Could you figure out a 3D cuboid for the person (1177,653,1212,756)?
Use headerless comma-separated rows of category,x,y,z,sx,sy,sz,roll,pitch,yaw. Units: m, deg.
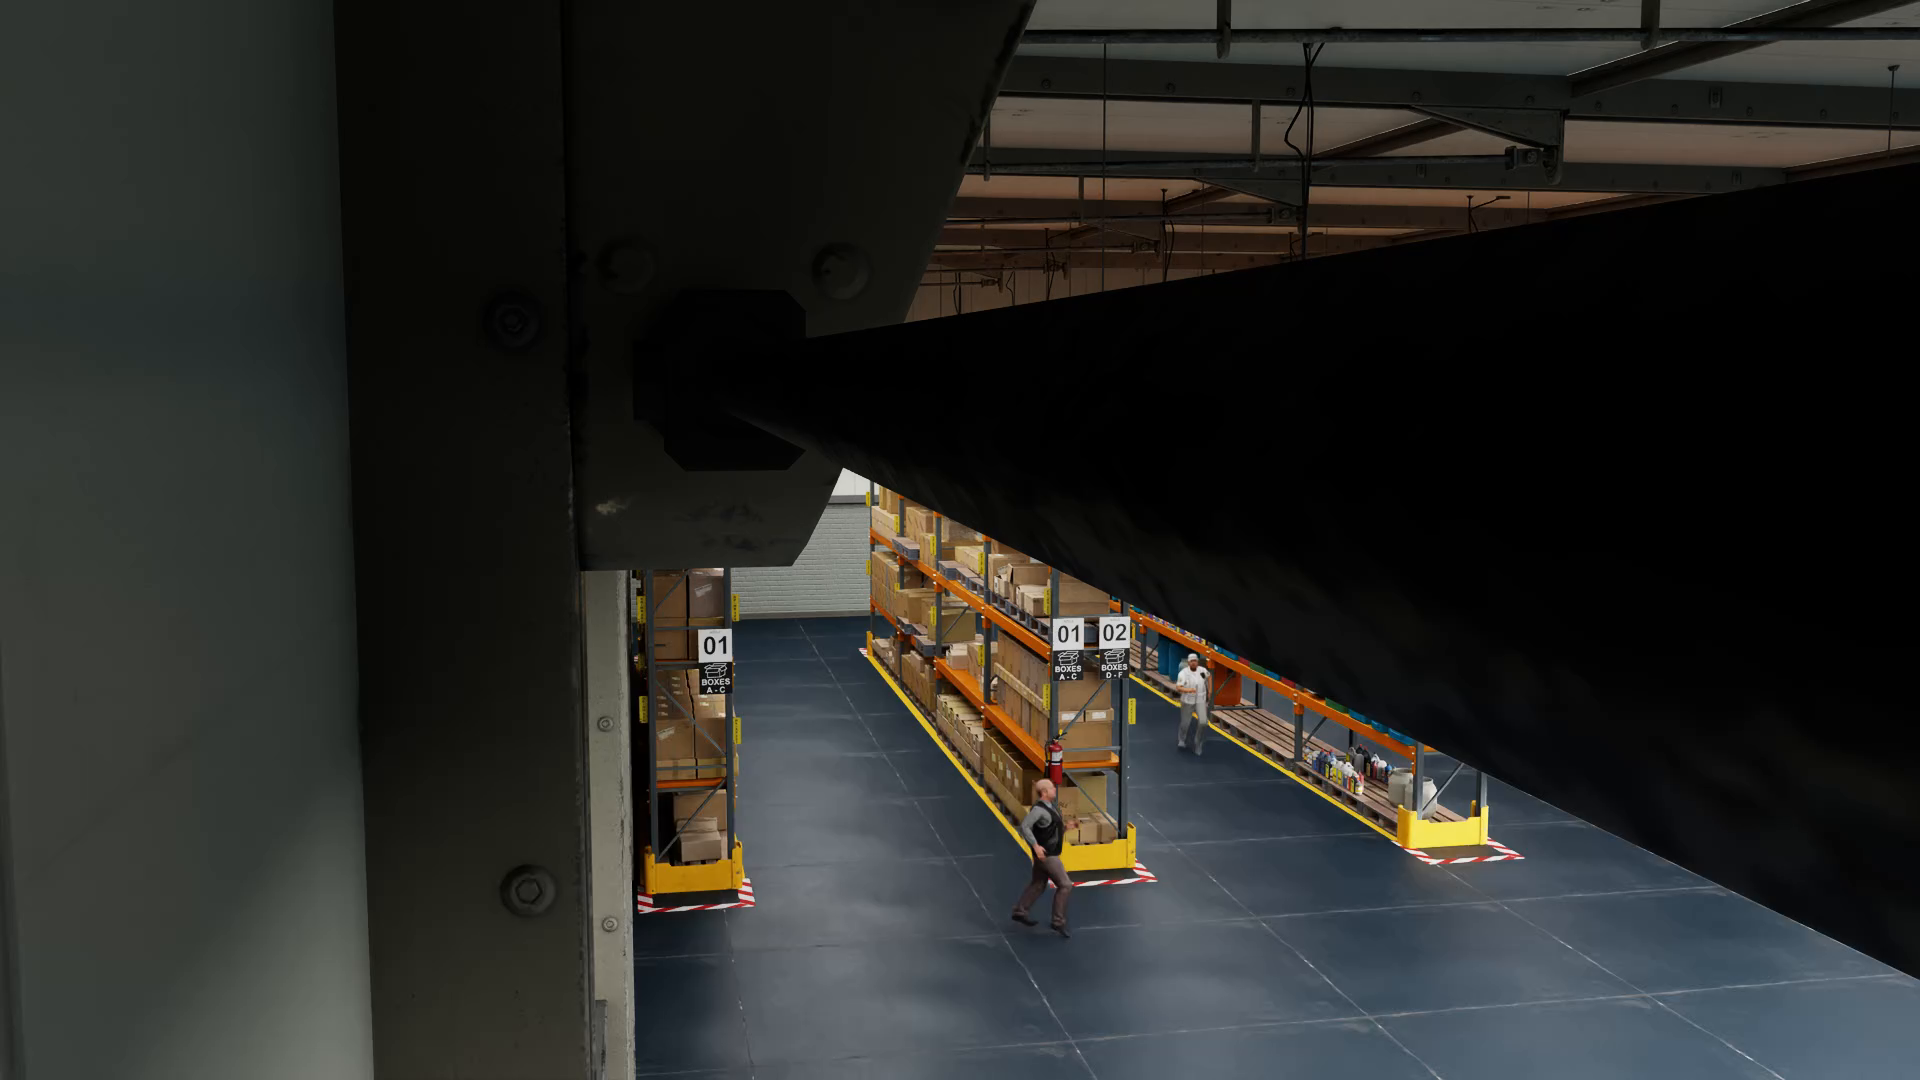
person,3.832,2.673,27.193,0.615,1.680,0.849,0,6,-2

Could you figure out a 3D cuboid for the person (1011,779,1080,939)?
person,0.952,3.546,18.535,0.771,1.785,0.628,0,6,5
